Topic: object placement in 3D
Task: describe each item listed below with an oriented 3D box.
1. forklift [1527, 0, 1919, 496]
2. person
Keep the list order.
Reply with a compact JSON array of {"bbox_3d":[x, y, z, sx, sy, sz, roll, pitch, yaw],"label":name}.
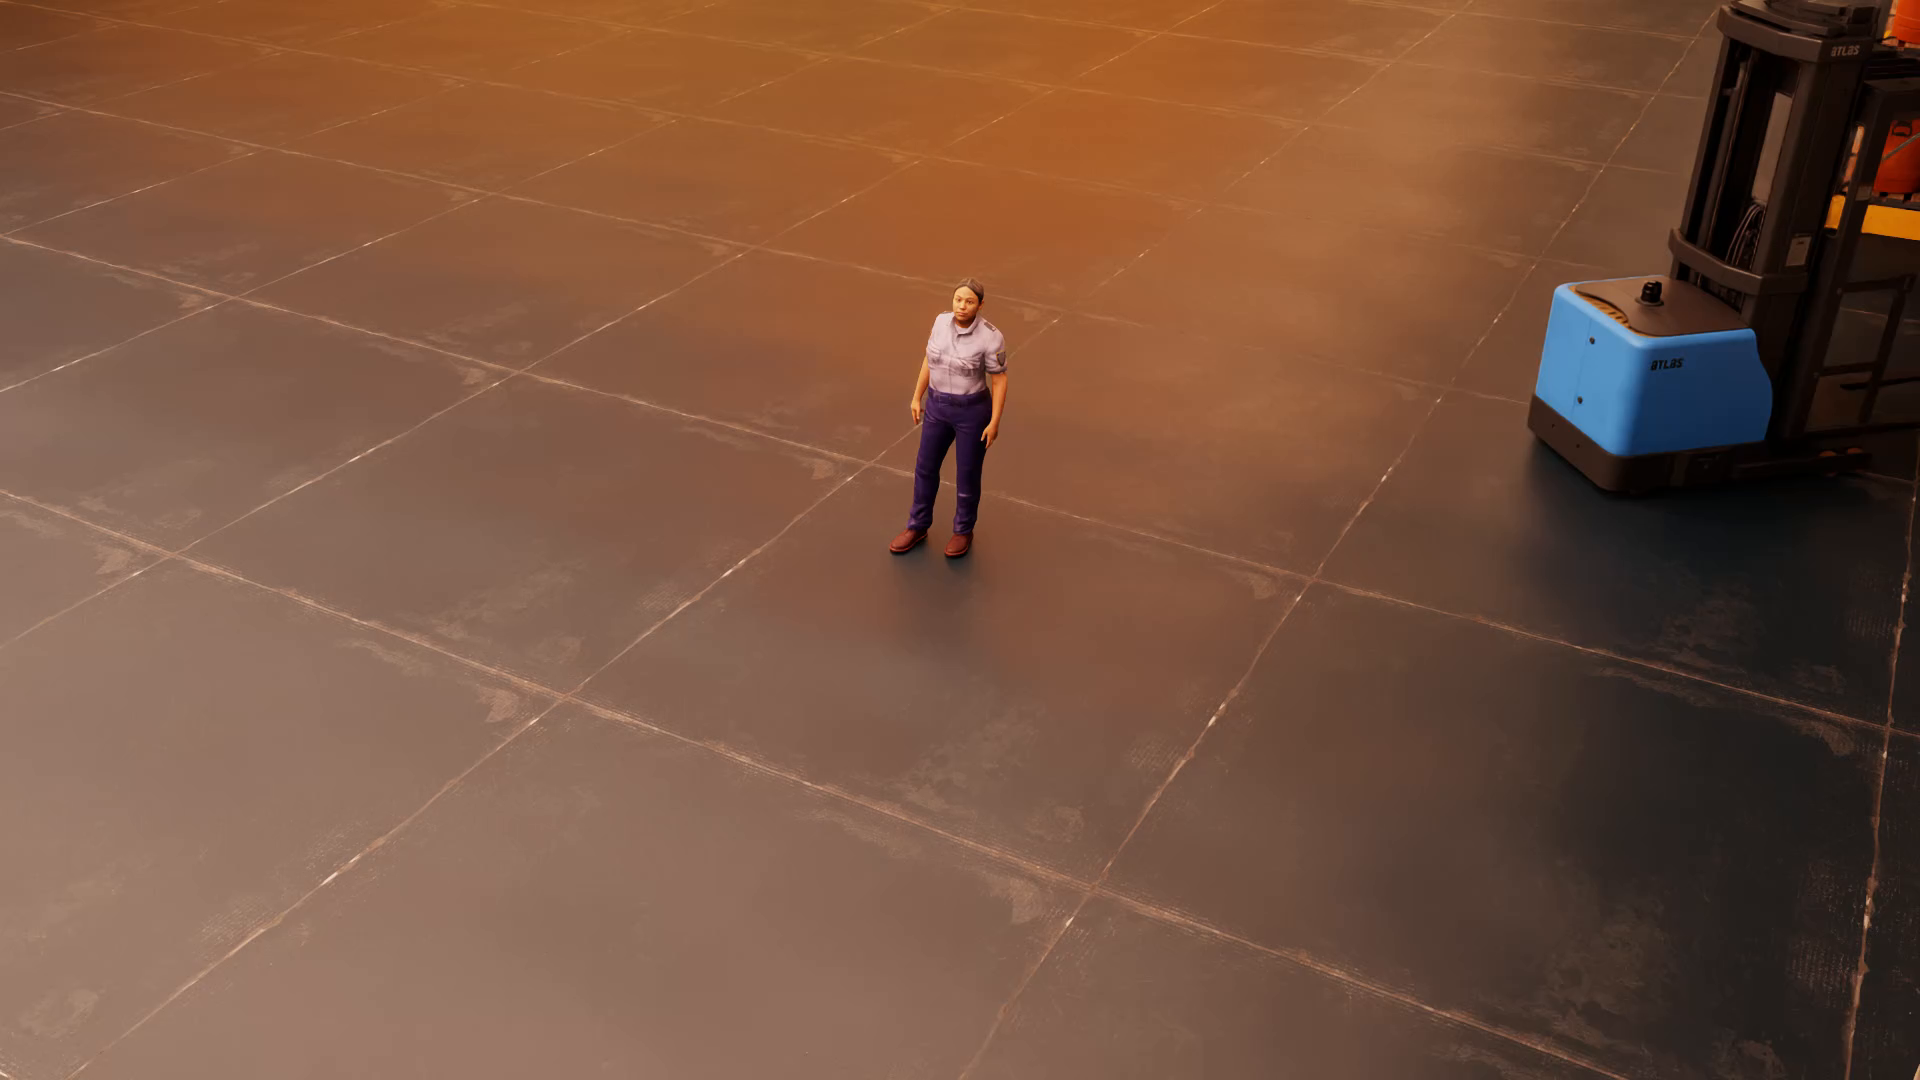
[{"bbox_3d":[5.386,-1.925,10.407,3.031,2.935,1.130,-7,31,-11],"label":"forklift"},{"bbox_3d":[-0.064,-0.686,9.529,0.598,1.651,0.502,15,33,25],"label":"person"}]
